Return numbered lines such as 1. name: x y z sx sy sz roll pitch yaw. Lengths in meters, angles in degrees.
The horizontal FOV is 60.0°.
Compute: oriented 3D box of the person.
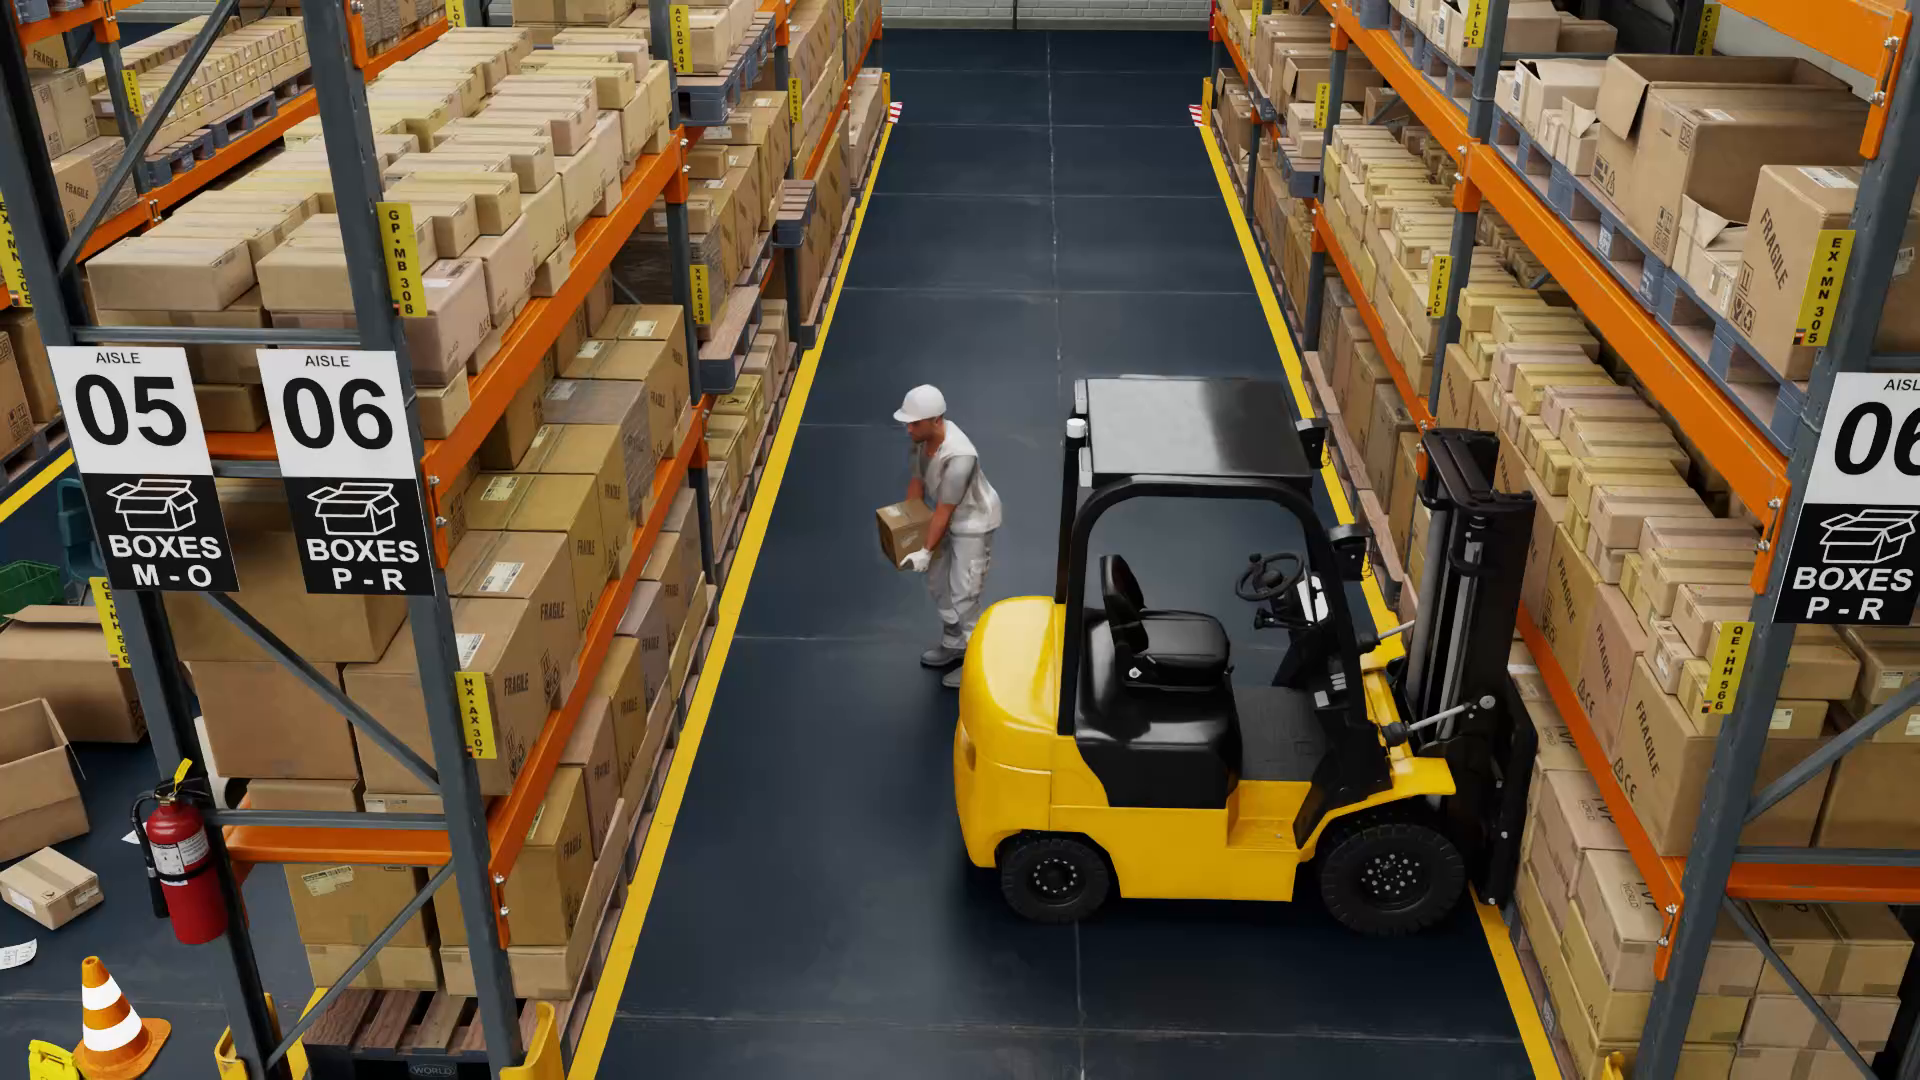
1. person: -0.087 -0.027 8.713 0.615 1.726 0.496 -14 31 -25
